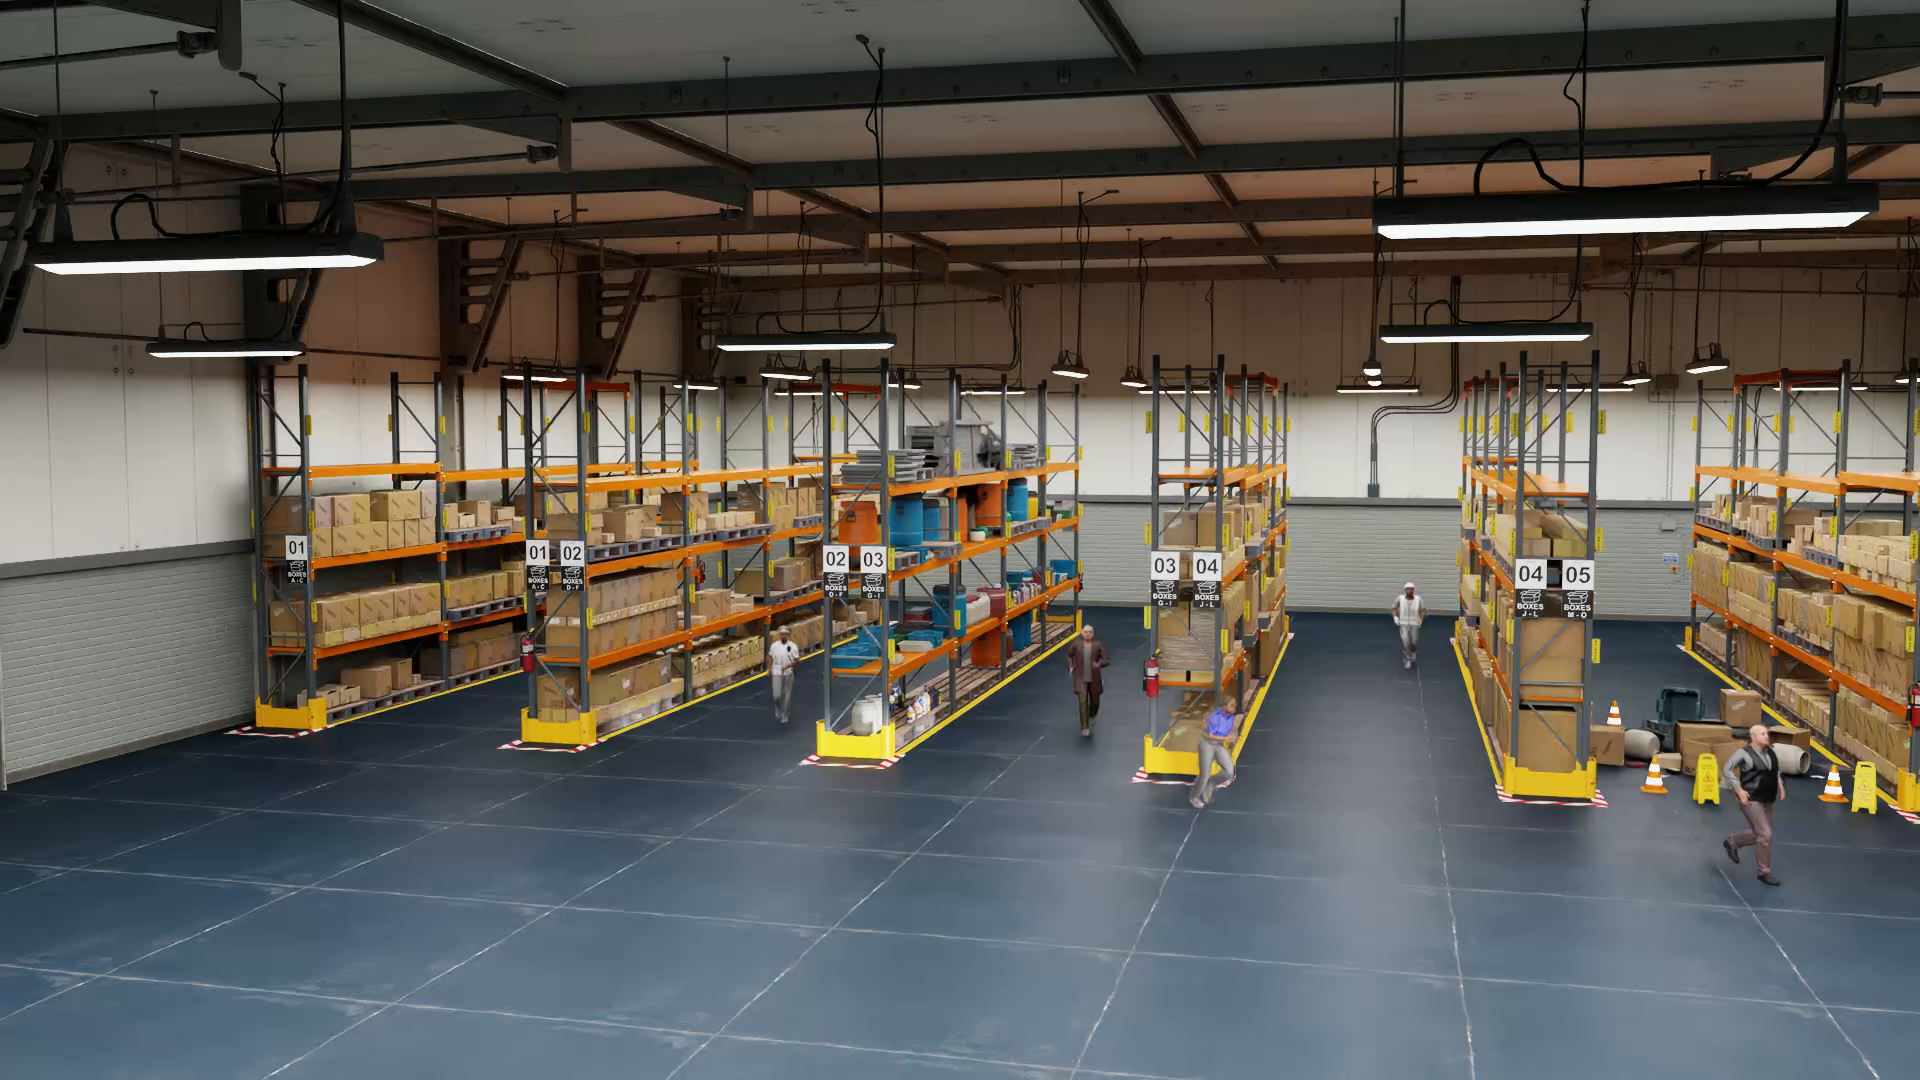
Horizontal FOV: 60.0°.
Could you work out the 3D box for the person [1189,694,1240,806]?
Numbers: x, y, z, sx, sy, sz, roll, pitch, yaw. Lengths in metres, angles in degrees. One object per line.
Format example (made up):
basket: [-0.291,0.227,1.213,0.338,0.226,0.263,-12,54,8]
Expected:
person: [3.363,2.744,21.657,0.557,1.522,0.887,-3,5,-37]

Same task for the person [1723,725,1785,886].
person: [8.782,2.891,18.425,0.673,1.720,0.849,-2,4,-24]

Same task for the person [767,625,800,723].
person: [-2.969,2.251,27.780,0.548,1.652,0.549,0,4,0]

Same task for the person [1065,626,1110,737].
person: [2.062,2.262,26.936,0.719,1.752,0.980,0,4,3]

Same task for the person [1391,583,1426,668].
person: [9.310,1.756,34.544,0.702,1.758,0.643,1,4,13]
